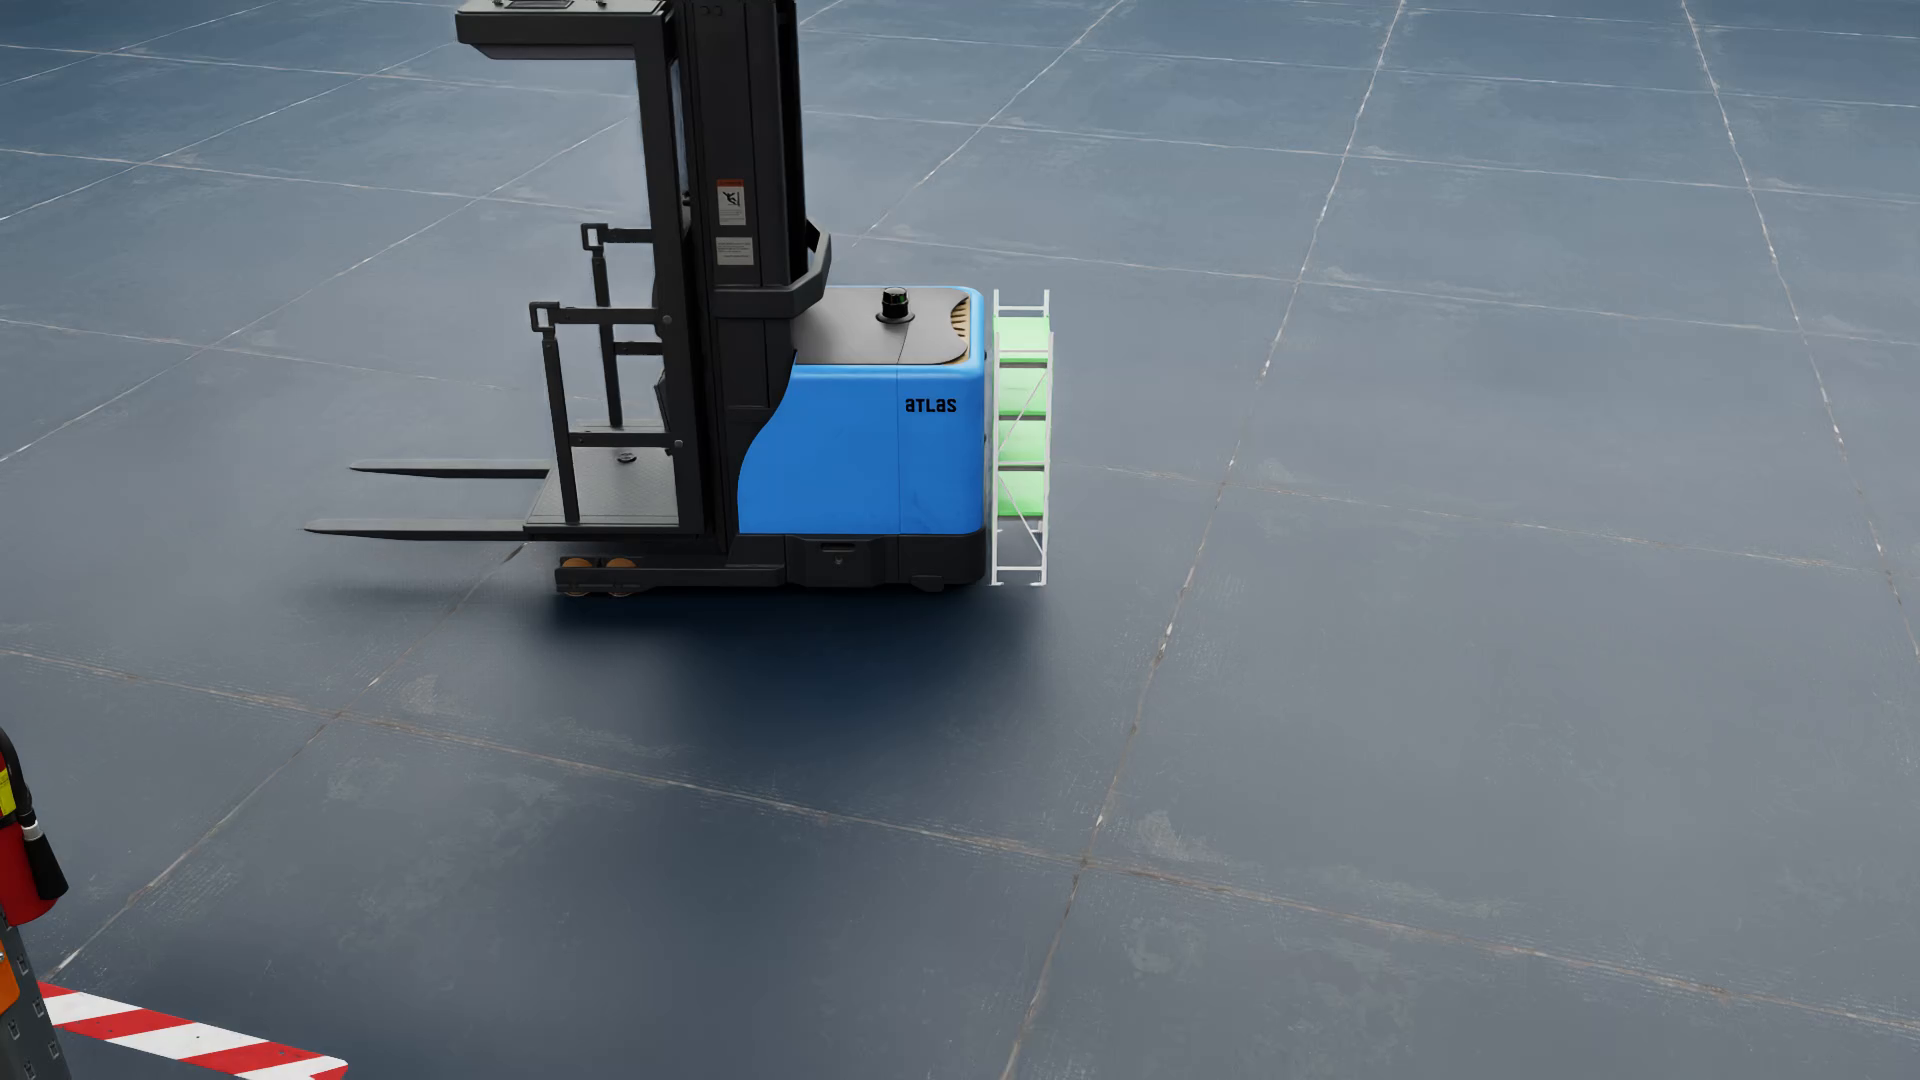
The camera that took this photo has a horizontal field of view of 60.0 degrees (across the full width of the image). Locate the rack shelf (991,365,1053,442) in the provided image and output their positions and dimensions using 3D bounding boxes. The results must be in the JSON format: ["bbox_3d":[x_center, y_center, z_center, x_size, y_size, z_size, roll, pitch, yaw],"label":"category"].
[{"bbox_3d":[0.265,-0.598,7.228,0.258,0.148,0.480,0,29,0],"label":"rack shelf"}]

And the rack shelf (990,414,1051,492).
[{"bbox_3d":[0.264,-0.388,7.345,0.258,0.148,0.480,0,29,0],"label":"rack shelf"}]

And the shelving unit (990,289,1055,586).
[{"bbox_3d":[0.264,-0.444,7.314,0.258,1.200,0.503,0,29,0],"label":"shelving unit"}]

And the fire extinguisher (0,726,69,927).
[{"bbox_3d":[-2.203,0.560,3.737,0.296,0.674,0.183,8,30,15],"label":"fire extinguisher"}]

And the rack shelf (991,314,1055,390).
[{"bbox_3d":[0.265,-0.808,7.112,0.258,0.148,0.480,0,29,0],"label":"rack shelf"}]

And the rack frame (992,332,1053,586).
[{"bbox_3d":[0.262,-0.326,7.101,0.240,1.200,0.015,0,29,0],"label":"rack frame"}]

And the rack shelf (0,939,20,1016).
[{"bbox_3d":[-3.264,1.757,2.245,1.077,0.370,4.000,8,30,15],"label":"rack shelf"}]

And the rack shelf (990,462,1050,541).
[{"bbox_3d":[0.264,-0.179,7.462,0.258,0.148,0.480,0,29,0],"label":"rack shelf"}]

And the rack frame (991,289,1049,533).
[{"bbox_3d":[0.267,-0.563,7.527,0.240,1.200,0.015,0,29,0],"label":"rack frame"}]

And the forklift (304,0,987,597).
[{"bbox_3d":[-1.397,-1.288,7.051,3.031,2.935,1.130,0,29,1],"label":"forklift"}]
